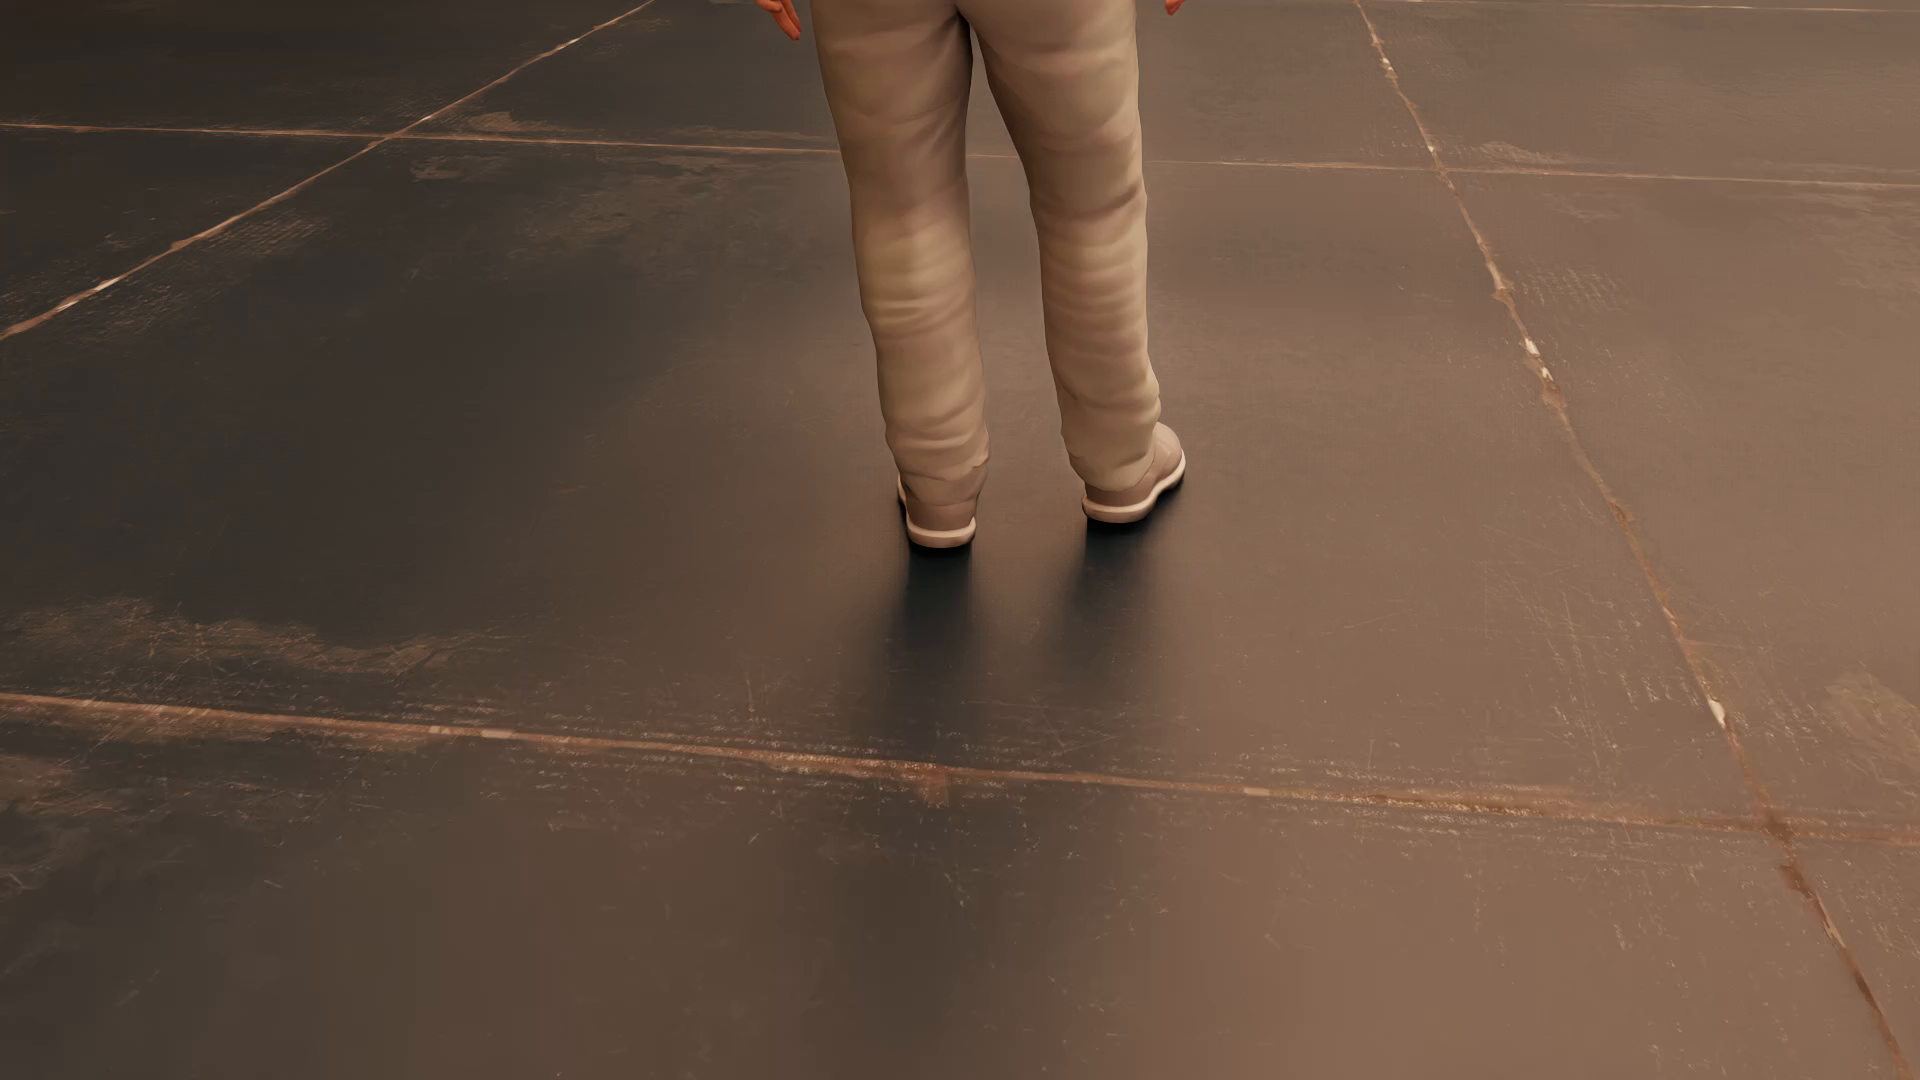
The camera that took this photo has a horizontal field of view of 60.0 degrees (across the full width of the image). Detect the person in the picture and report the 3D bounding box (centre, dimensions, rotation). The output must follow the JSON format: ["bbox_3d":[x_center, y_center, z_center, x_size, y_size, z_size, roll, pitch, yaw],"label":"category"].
[{"bbox_3d":[0.022,-0.838,2.167,0.641,1.780,0.574,3,27,7],"label":"person"}]
